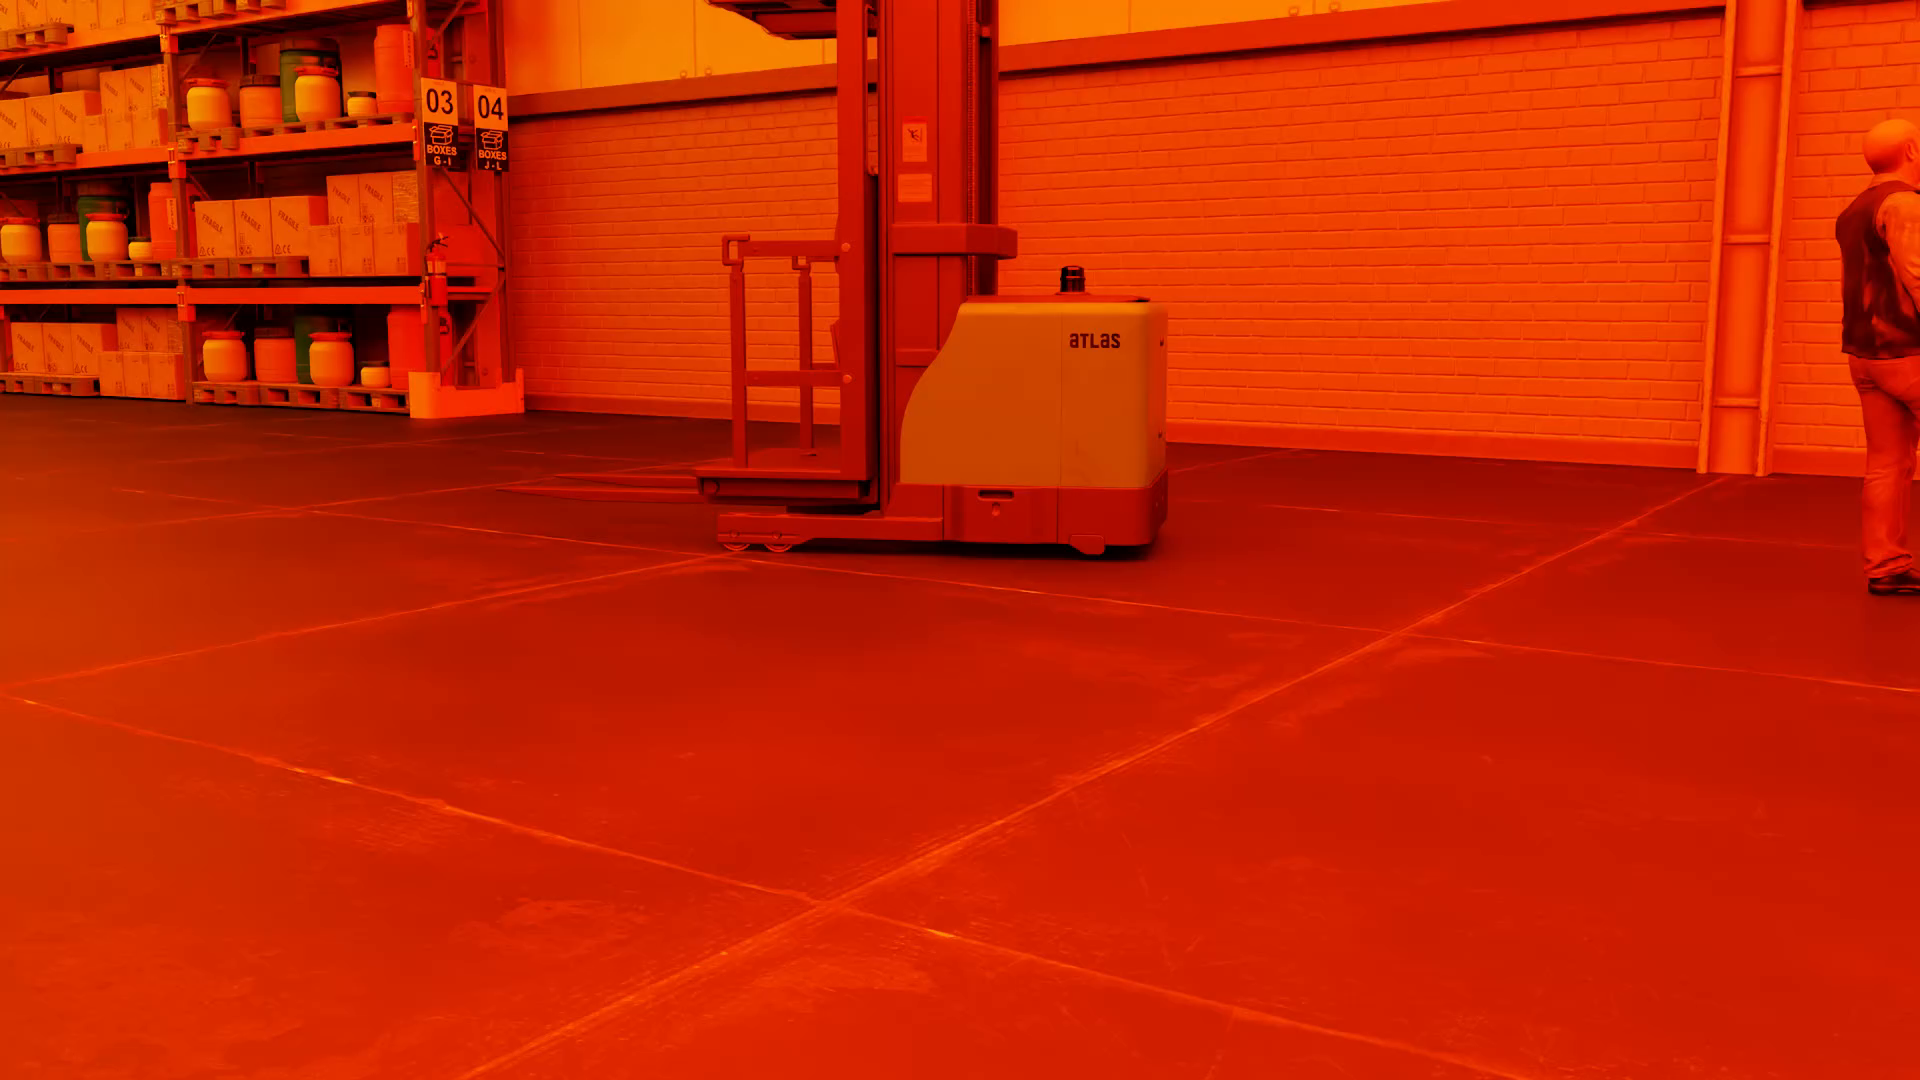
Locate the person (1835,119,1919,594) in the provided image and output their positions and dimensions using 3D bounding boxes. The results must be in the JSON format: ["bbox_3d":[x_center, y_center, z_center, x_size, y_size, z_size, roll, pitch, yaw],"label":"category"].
[{"bbox_3d":[3.498,-0.653,6.039,0.578,1.717,0.633,0,8,3],"label":"person"}]

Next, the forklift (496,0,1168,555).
[{"bbox_3d":[-0.596,-1.469,7.520,3.031,2.935,1.130,2,8,12],"label":"forklift"}]
